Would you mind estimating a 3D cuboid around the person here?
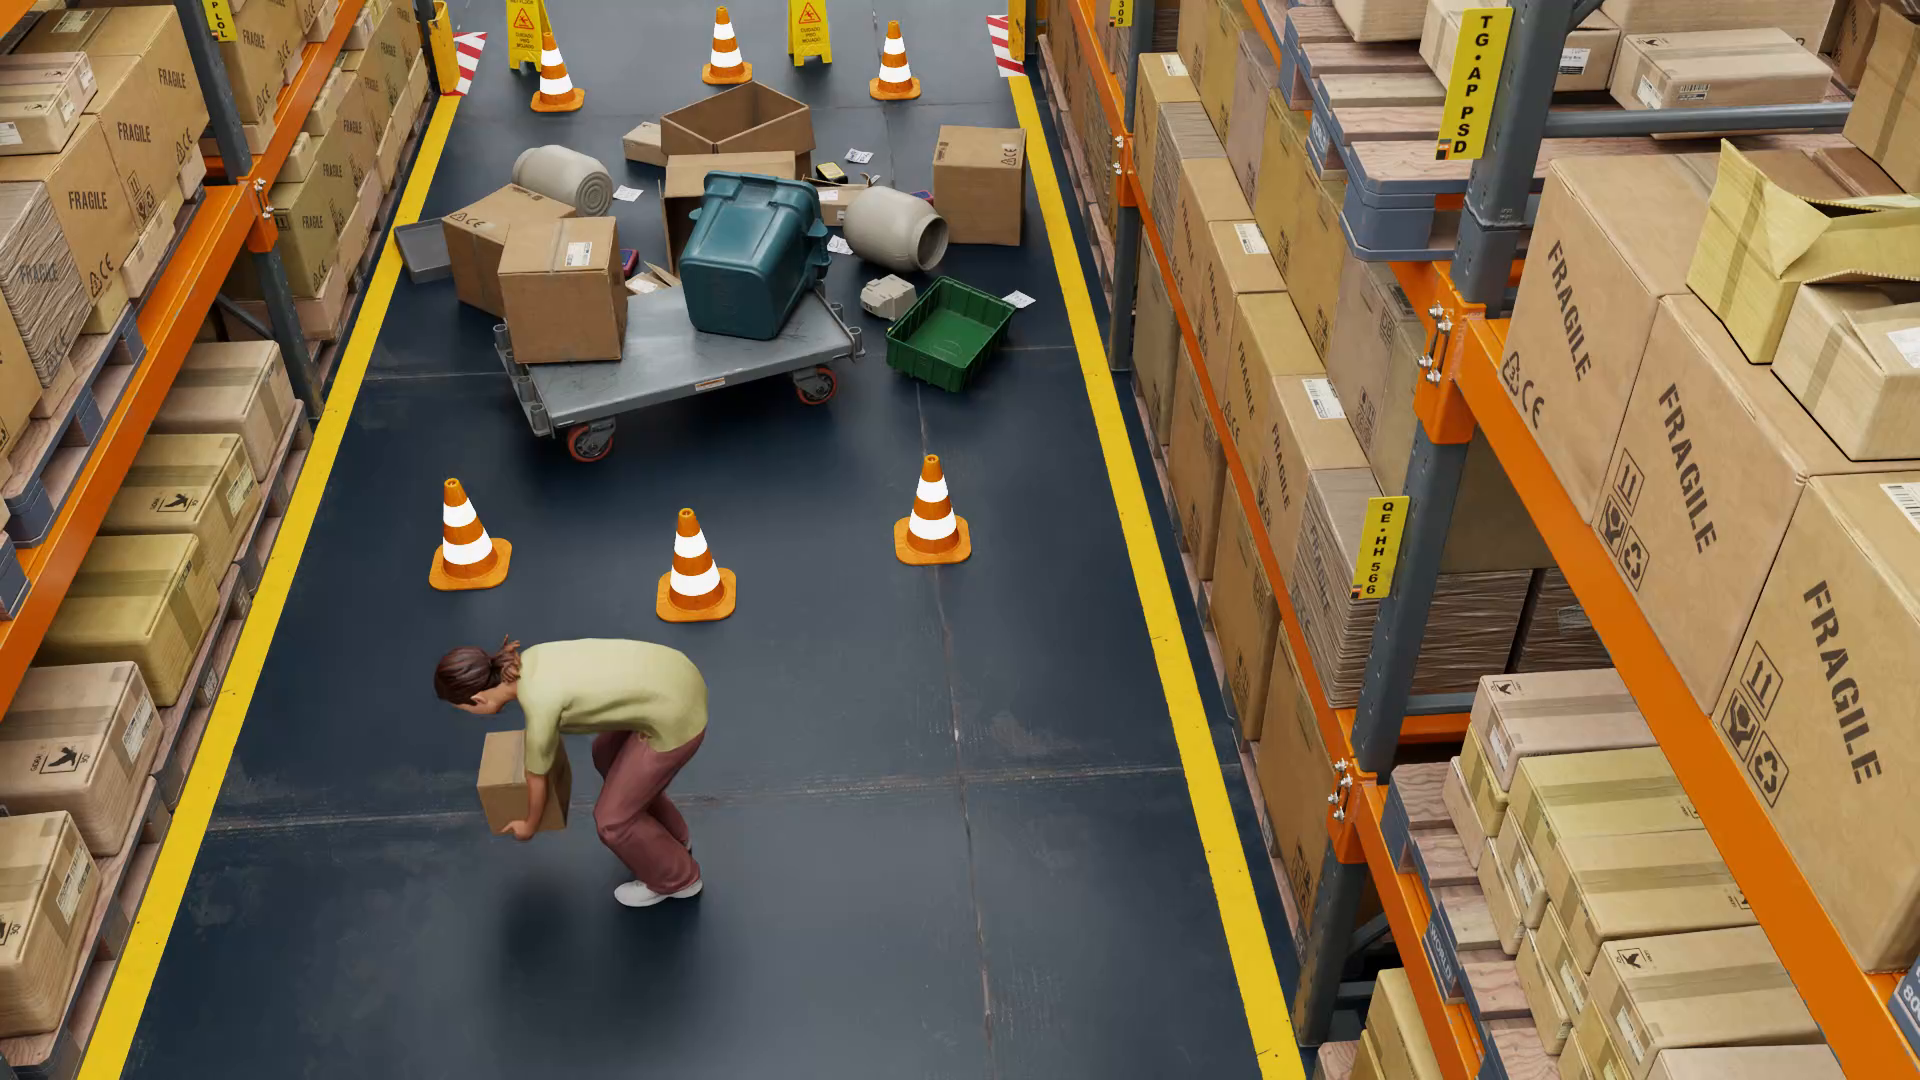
[{"bbox_3d":[-1.260,0.760,5.647,0.853,1.143,0.424,-5,39,-6],"label":"person"}]
